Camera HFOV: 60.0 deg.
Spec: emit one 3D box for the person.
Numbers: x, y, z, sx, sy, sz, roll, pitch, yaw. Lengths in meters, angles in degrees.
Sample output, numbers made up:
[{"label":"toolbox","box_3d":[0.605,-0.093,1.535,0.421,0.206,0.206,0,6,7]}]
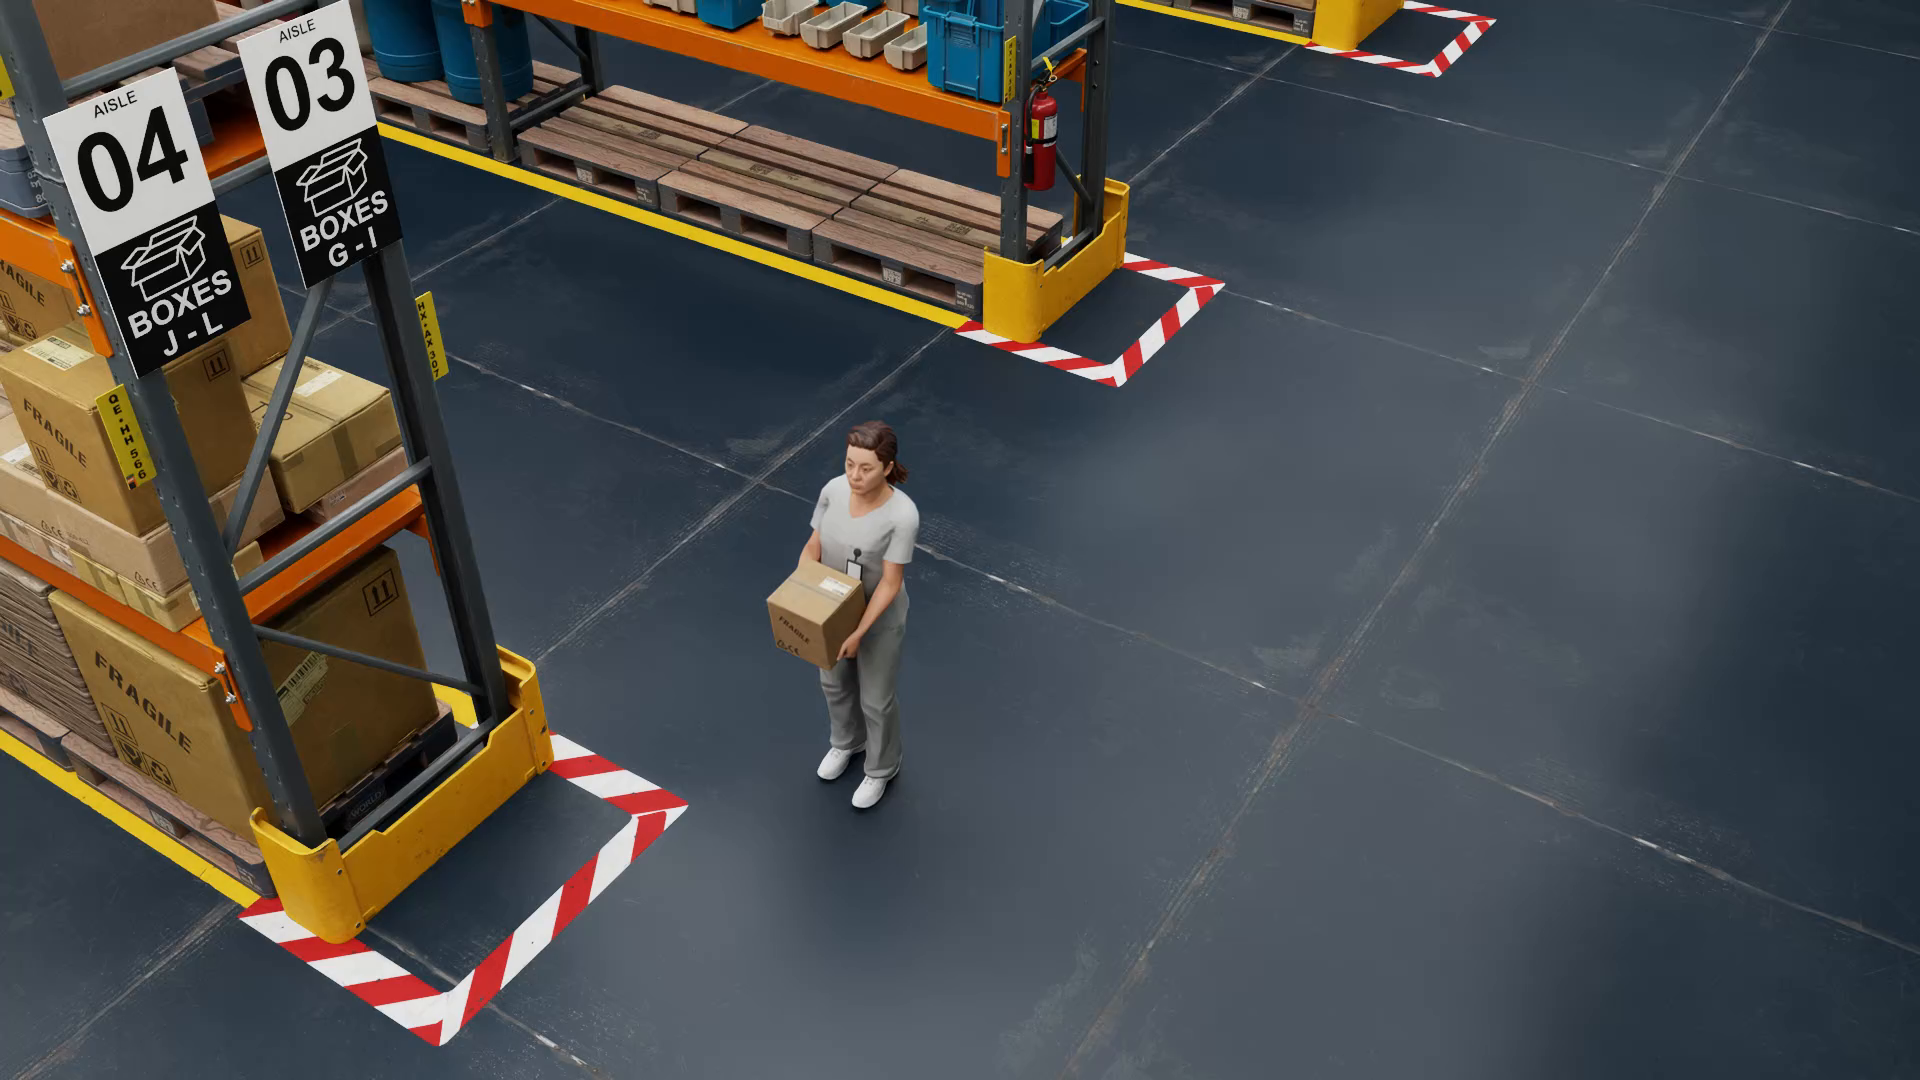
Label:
[{"label":"person","box_3d":[-0.399,0.311,6.301,0.436,1.664,0.551,22,44,26]}]
